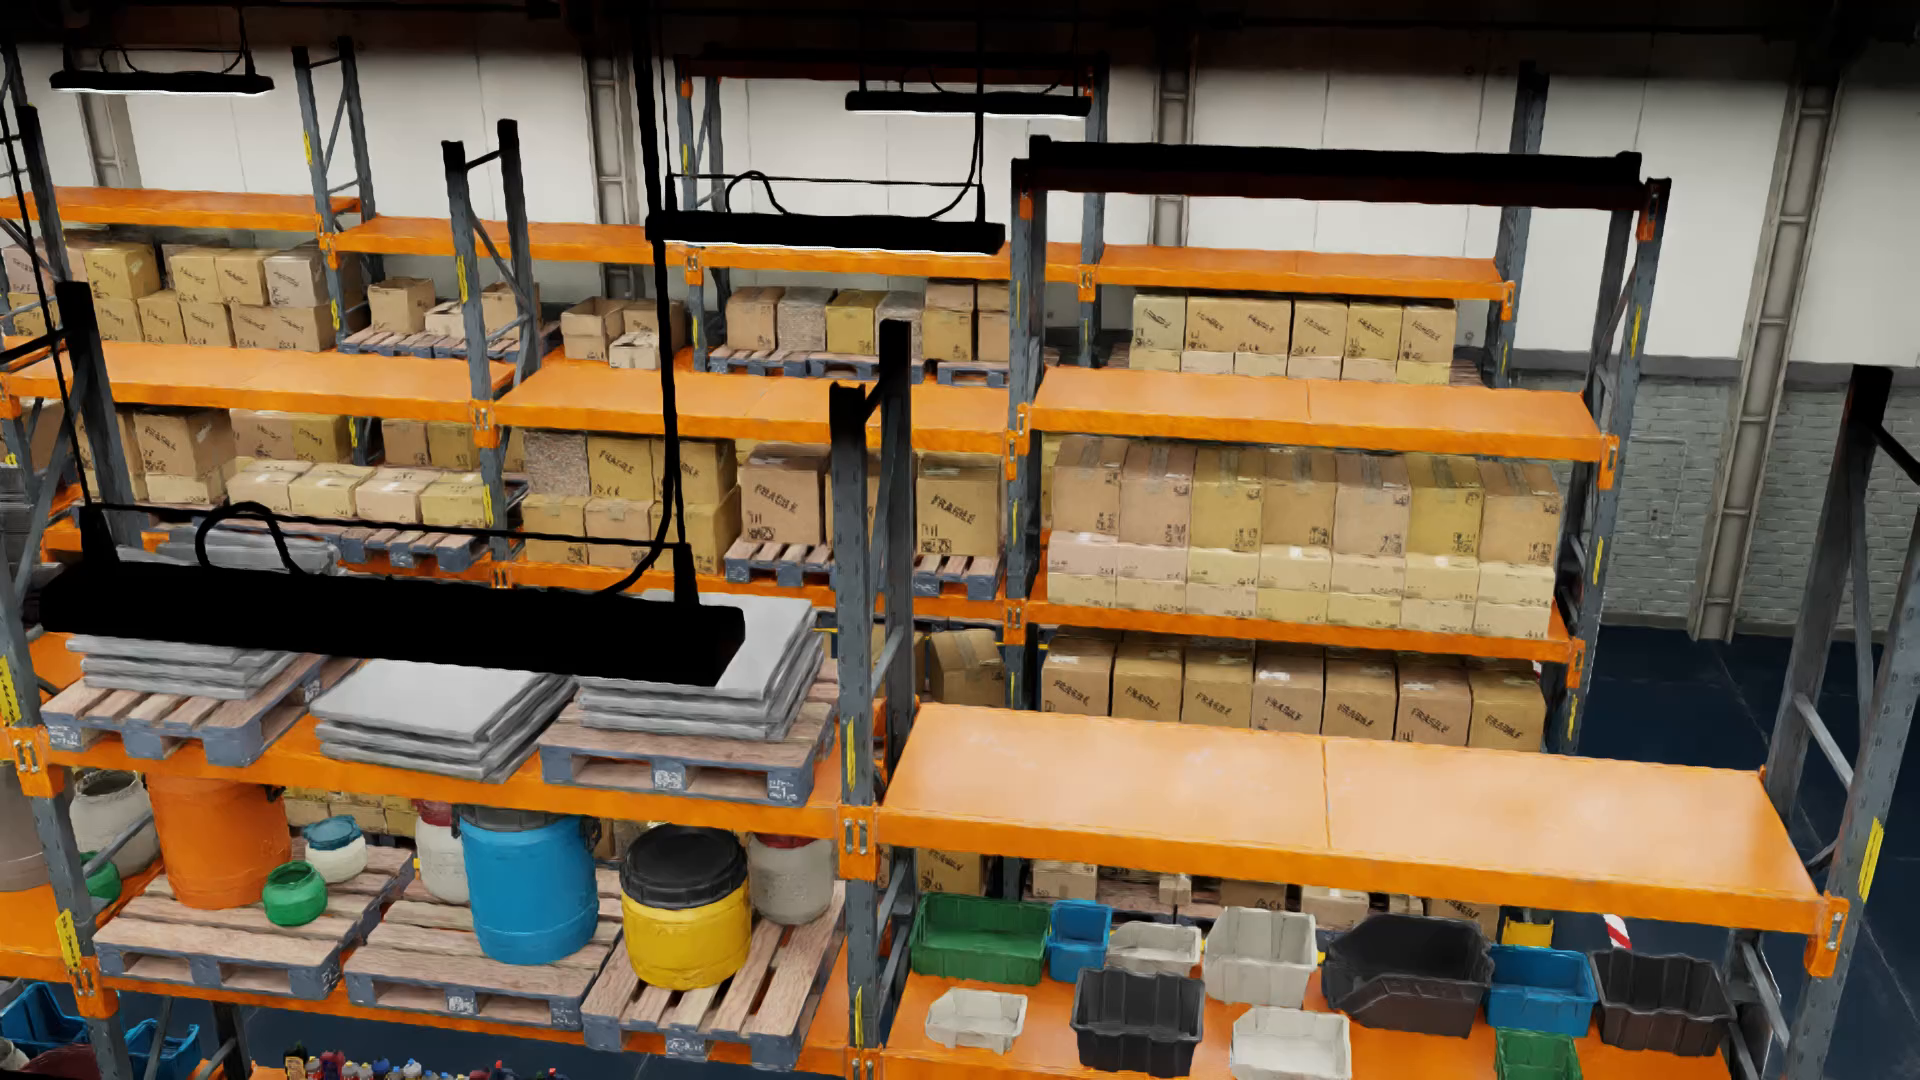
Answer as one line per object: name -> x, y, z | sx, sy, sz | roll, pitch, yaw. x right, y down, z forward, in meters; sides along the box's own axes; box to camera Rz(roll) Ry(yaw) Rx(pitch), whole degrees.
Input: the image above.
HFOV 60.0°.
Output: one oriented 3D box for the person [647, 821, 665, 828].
person -> -2.114, 2.536, 12.356 | 0.782, 1.605, 0.584 | 6, 24, 14
